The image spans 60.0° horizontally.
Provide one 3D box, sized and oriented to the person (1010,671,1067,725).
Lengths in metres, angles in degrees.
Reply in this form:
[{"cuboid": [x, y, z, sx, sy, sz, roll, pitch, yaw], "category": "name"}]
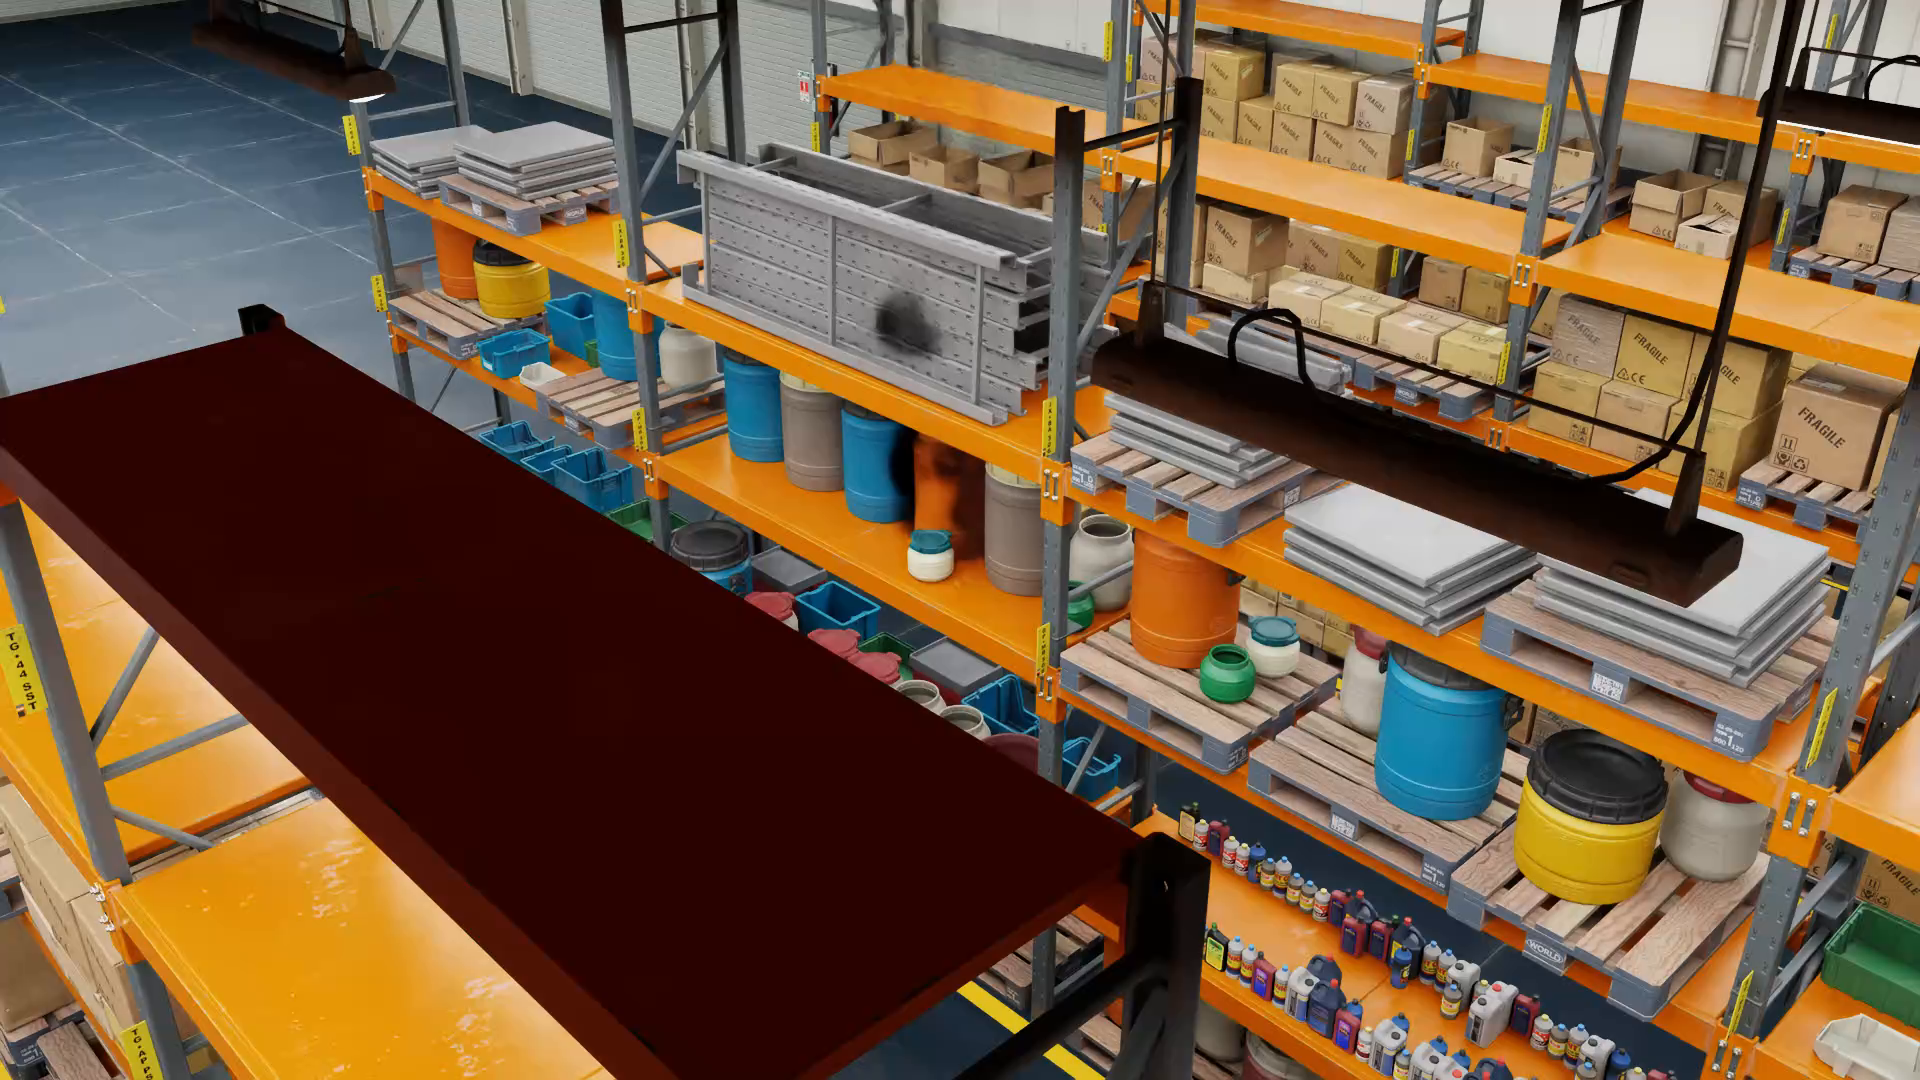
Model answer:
[{"cuboid": [0.701, 0.779, 13.617, 0.543, 1.687, 0.728, 20, 34, 32], "category": "person"}]
